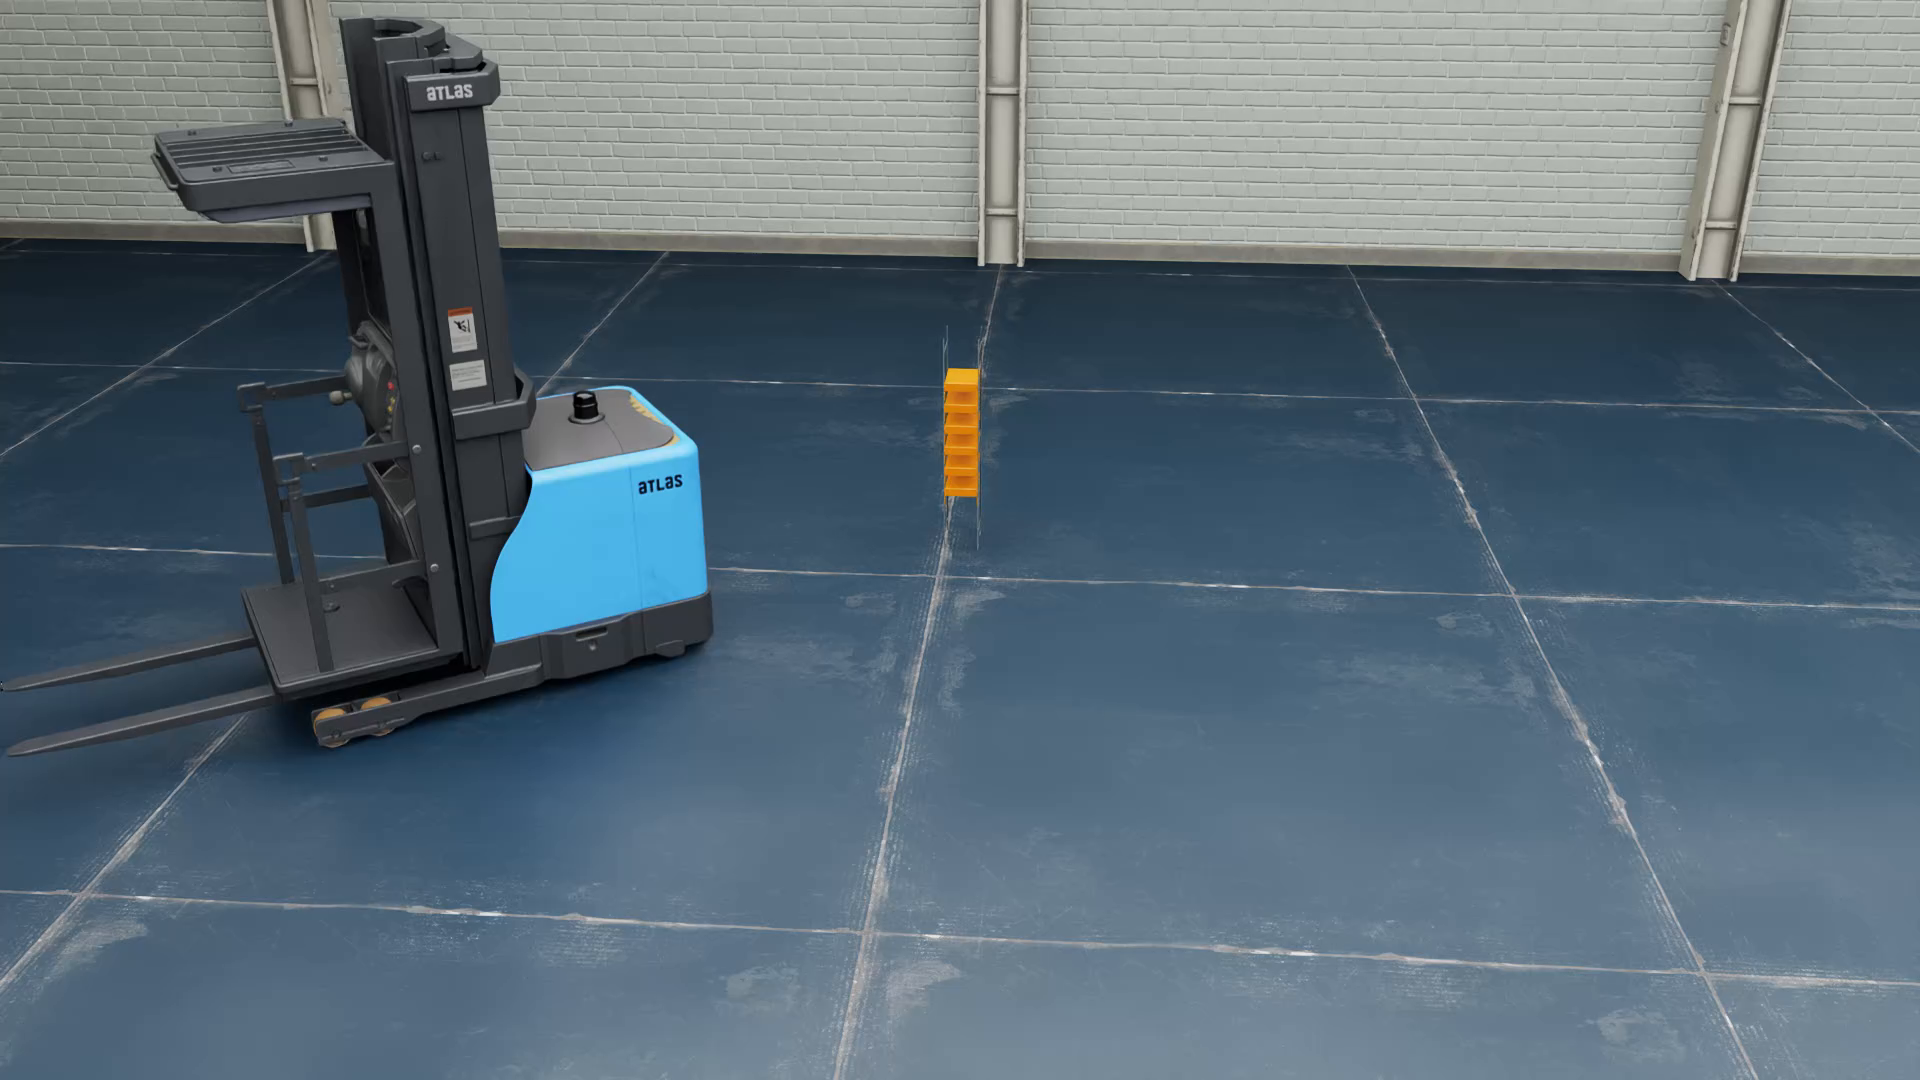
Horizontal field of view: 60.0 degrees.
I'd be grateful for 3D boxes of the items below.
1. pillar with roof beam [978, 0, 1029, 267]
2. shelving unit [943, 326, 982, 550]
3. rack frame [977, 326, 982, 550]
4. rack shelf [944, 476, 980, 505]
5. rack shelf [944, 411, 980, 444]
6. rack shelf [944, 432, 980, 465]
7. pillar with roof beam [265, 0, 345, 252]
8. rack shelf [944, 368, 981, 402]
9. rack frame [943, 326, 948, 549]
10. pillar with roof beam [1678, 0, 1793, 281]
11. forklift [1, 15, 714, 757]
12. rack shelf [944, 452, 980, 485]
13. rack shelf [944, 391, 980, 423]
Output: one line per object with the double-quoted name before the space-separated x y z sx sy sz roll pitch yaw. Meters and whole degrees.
"pillar with roof beam" 0.034 -4.732 8.768 0.400 9.000 9.100 2 25 4
"shelving unit" 0.014 -0.545 8.998 0.189 1.200 0.258 2 25 4
"rack frame" 0.106 -0.542 8.992 0.006 1.200 0.240 2 25 4
"rack shelf" 0.014 -0.286 9.117 0.180 0.103 0.258 2 25 4
"rack shelf" 0.014 -0.613 8.967 0.180 0.103 0.258 2 25 4
"rack shelf" 0.014 -0.504 9.017 0.180 0.103 0.258 2 25 4
"pillar with roof beam" -5.948 -4.924 9.186 0.400 9.000 9.100 2 25 4
"rack shelf" 0.014 -0.831 8.866 0.180 0.103 0.258 2 25 4
"rack frame" -0.077 -0.548 9.005 0.006 1.200 0.240 2 25 4
"pillar with roof beam" 6.017 -4.540 8.351 0.400 9.000 9.100 2 25 4
"forklift" -2.739 -0.677 7.214 3.031 2.935 1.130 -13 28 -26
"rack shelf" 0.014 -0.395 9.067 0.180 0.103 0.258 2 25 4
"rack shelf" 0.014 -0.722 8.916 0.180 0.103 0.258 2 25 4
